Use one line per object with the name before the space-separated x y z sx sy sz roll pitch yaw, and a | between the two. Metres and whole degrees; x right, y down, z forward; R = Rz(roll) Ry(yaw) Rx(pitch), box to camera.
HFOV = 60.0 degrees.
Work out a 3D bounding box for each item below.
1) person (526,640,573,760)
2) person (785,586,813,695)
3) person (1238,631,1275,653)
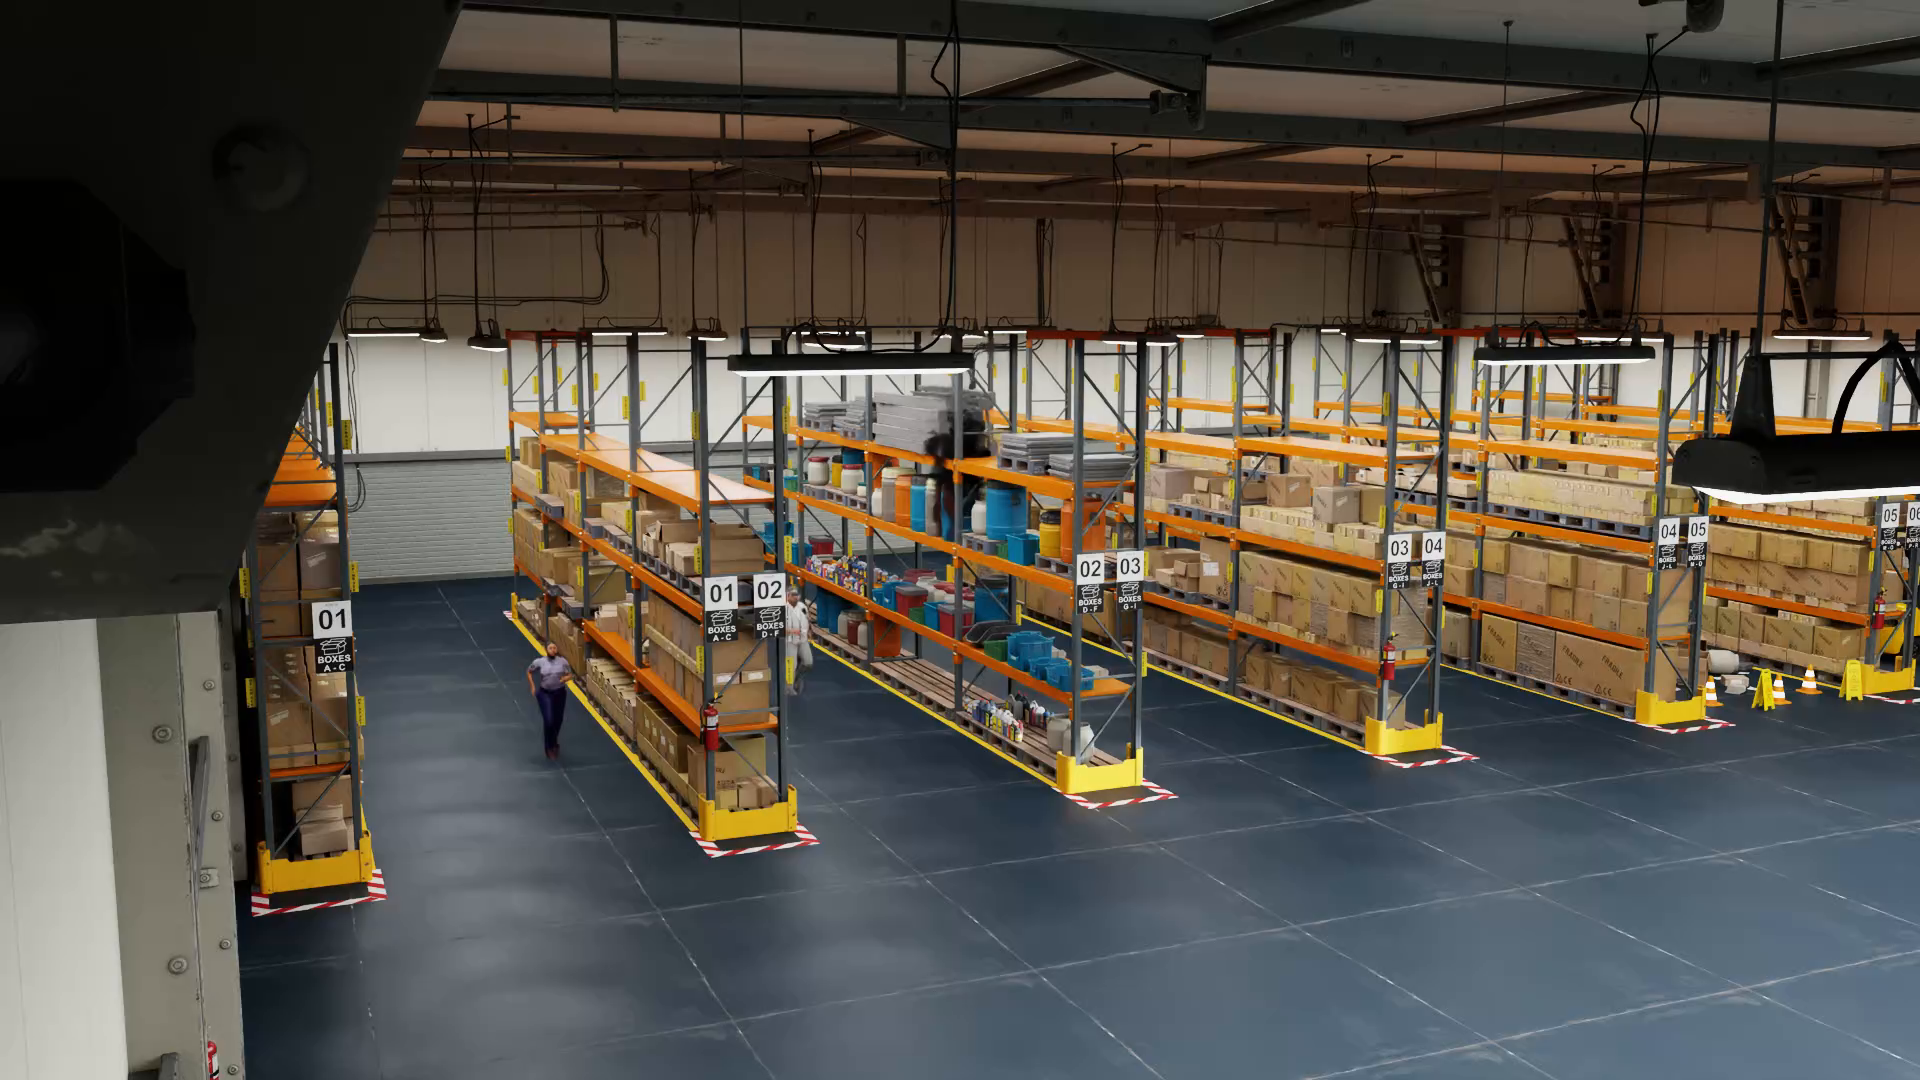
person | -5.857 2.287 23.885 0.577 1.713 0.723 -5 9 -33
person | -2.577 1.600 26.415 0.674 1.764 0.581 -5 9 -34
person | 5.611 1.299 31.069 0.666 1.697 0.907 -4 9 -26
